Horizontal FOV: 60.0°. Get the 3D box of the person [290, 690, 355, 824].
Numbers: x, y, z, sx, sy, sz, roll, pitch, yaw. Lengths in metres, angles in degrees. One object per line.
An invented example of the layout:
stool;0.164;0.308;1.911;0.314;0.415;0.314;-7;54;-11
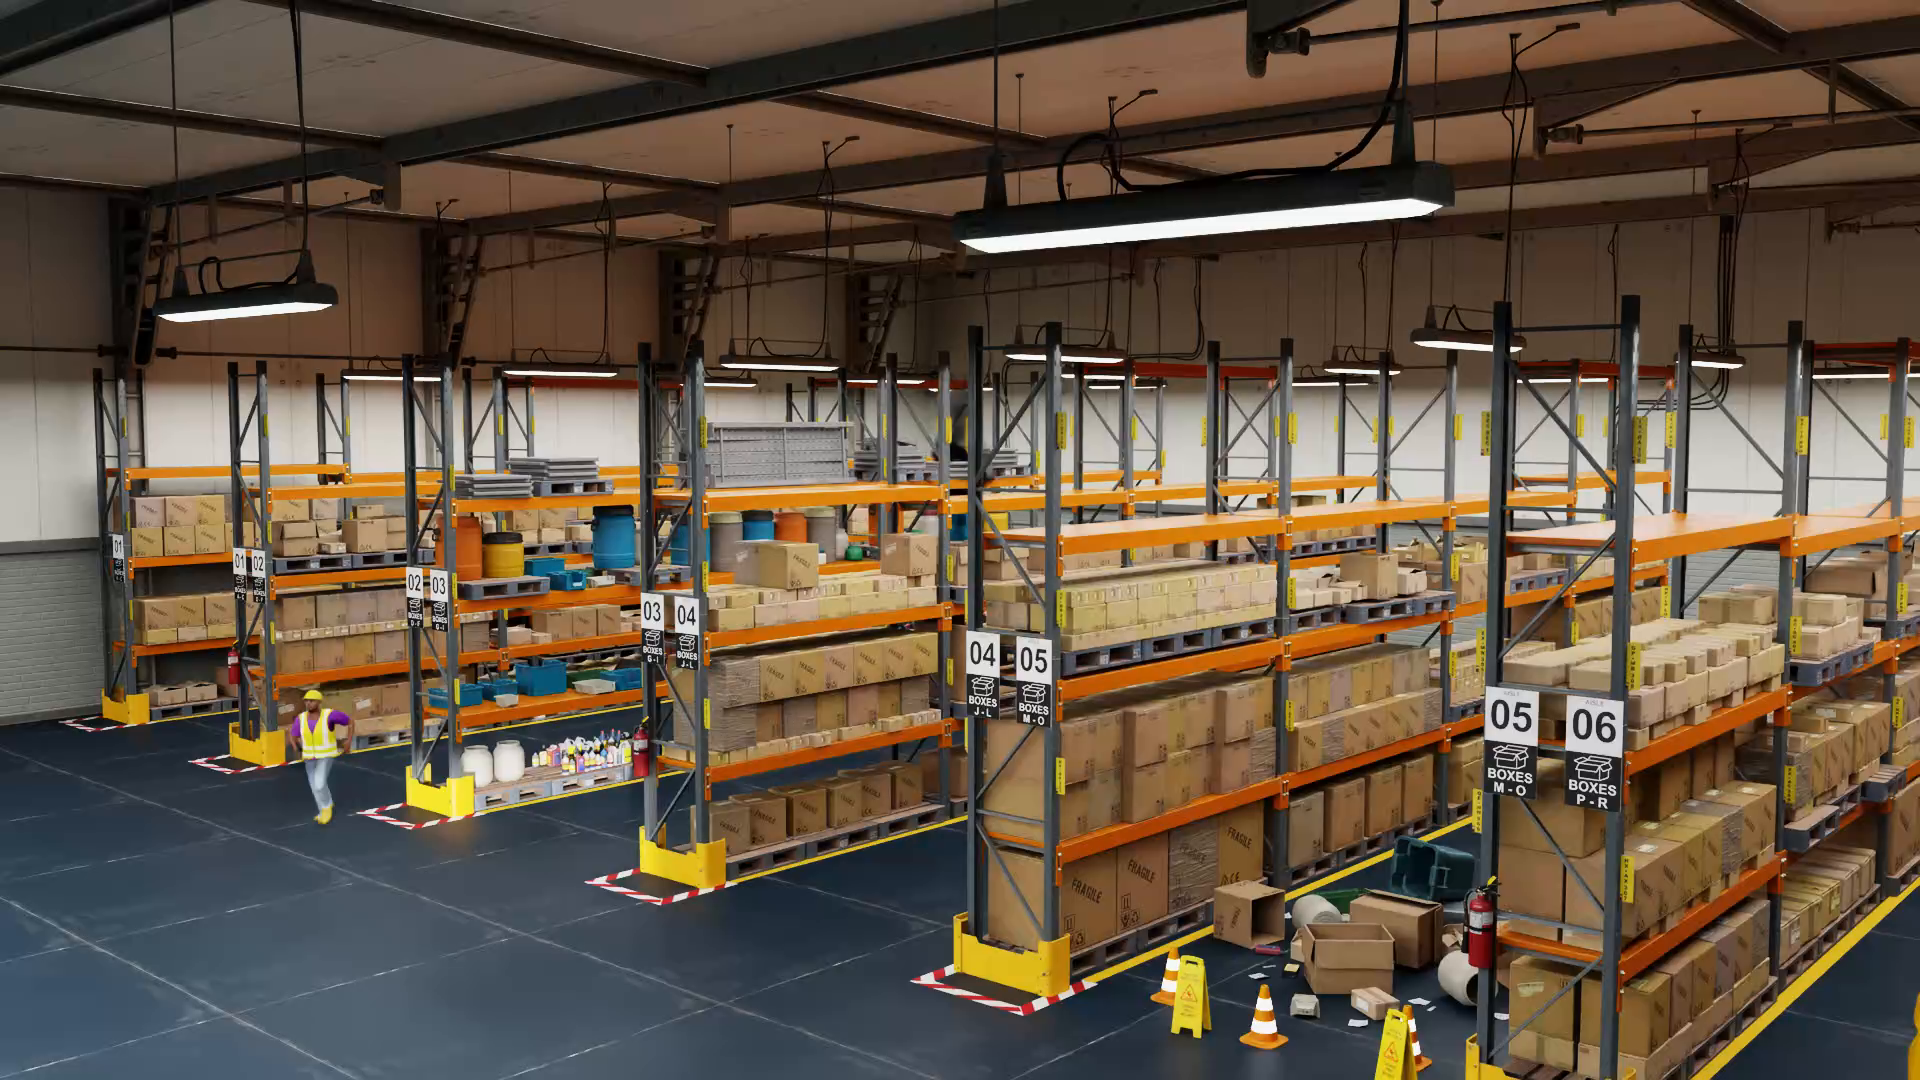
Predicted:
person;-8.068;2.737;20.959;0.715;1.713;0.827;0;4;5
